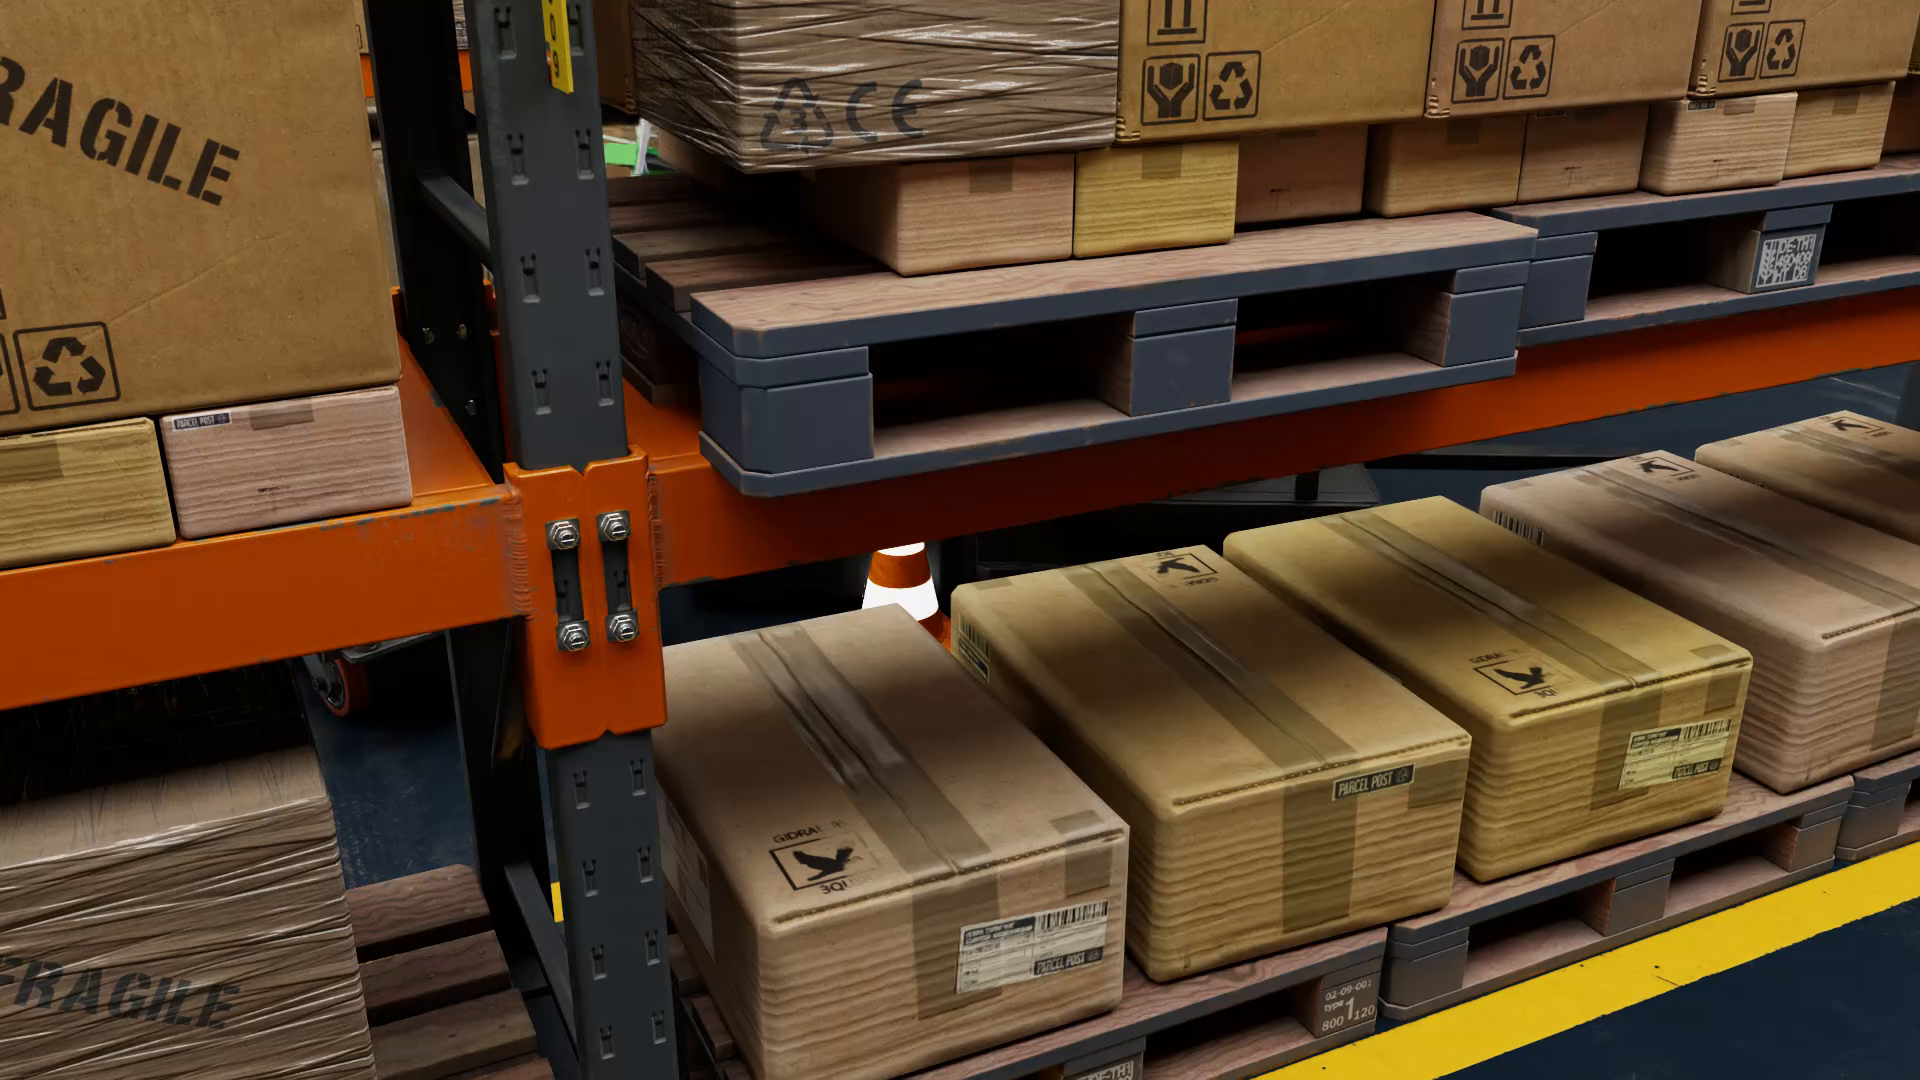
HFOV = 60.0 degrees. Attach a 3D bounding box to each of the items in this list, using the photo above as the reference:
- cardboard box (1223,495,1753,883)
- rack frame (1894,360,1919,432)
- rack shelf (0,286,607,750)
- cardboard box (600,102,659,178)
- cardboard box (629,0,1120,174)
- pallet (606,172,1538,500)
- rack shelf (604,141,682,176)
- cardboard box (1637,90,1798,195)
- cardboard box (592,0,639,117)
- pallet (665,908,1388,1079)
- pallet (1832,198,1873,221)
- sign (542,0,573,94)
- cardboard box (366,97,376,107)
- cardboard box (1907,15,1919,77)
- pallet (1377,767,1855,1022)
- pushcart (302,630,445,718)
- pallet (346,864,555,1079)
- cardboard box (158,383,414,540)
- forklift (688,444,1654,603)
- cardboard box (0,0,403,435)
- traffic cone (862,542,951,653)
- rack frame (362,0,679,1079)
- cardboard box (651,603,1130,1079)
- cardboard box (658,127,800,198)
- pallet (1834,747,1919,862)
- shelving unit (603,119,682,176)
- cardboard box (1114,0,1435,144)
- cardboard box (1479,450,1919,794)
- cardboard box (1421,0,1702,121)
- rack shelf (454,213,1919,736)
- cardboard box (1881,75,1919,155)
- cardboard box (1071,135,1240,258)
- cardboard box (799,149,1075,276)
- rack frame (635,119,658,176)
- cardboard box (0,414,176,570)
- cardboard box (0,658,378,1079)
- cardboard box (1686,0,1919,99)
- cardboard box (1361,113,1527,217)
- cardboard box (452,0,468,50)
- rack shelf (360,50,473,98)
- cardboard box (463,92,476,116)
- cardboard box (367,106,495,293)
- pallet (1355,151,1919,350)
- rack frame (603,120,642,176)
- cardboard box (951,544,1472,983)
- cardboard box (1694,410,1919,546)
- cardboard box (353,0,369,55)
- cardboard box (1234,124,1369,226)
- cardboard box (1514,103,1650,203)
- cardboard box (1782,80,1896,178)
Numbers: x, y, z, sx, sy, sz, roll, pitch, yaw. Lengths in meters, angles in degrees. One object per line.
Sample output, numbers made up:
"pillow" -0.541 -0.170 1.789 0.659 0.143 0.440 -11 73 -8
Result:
"cardboard box" 1.068 0.270 3.562 0.625 0.372 0.950 -10 24 -22
"rack frame" 2.928 -1.089 3.960 0.127 3.000 1.000 -10 25 -24
"rack shelf" -2.478 0.238 1.693 4.000 0.370 1.077 -10 25 -24
"cardboard box" -1.522 -1.562 7.494 0.750 0.750 1.050 -10 25 -24
"cardboard box" -0.129 -0.782 2.150 0.500 0.500 0.500 -10 24 -22
"pallet" 0.076 -0.414 2.579 1.213 0.211 1.003 -10 25 -24
"rack shelf" -1.064 -1.220 5.485 0.258 0.148 0.480 4 9 -38
"cardboard box" 1.146 -0.693 2.782 0.250 0.149 0.380 -9 24 -22
"cardboard box" -0.359 -0.959 2.577 0.500 0.500 0.500 -11 25 -25
"pallet" 0.025 0.733 3.203 1.213 0.211 1.003 -10 25 -24
"pallet" 2.333 -0.846 3.622 1.003 0.211 1.213 -10 25 -24
"sign" -0.434 -0.640 1.742 0.005 0.325 0.100 -10 25 -24
"cardboard box" -3.973 -3.056 11.405 0.500 0.500 0.700 -11 25 -24
"cardboard box" 1.724 -1.122 2.970 0.500 0.500 0.500 -12 25 -27
"pallet" 1.126 0.529 3.696 1.213 0.211 1.003 -10 25 -24
"pushcart" -1.710 0.008 4.736 1.648 0.377 0.936 20 30 40
"pallet" -1.266 0.986 2.592 1.213 0.211 1.003 -10 25 -24
"cardboard box" -0.833 -0.151 2.022 0.250 0.149 0.380 -11 25 -24
"forklift" 0.707 -1.329 4.627 3.031 2.935 1.130 1 23 2
"cardboard box" -0.968 -0.450 1.896 0.500 0.500 0.500 -11 25 -25
"traffic cone" -0.166 0.058 4.504 0.334 0.463 0.336 -10 25 -24
"rack frame" -0.676 -0.426 2.357 0.127 3.000 1.000 -10 25 -24
"cardboard box" -0.204 0.506 2.991 0.625 0.372 0.950 -10 25 -23
"cardboard box" -0.332 -0.684 2.760 0.250 0.149 0.380 -10 25 -23
"pallet" 2.224 0.328 4.181 1.213 0.211 1.003 -10 25 -24
"shelving unit" -1.133 -0.814 5.539 0.258 1.200 0.503 4 9 -38
"cardboard box" 0.322 -0.866 2.351 0.500 0.500 0.500 -10 25 -23
"cardboard box" 1.754 0.146 3.861 0.625 0.372 0.950 -11 25 -25
"cardboard box" 0.774 -0.943 2.537 0.500 0.500 0.500 -11 25 -24
"rack shelf" 1.126 -0.425 3.296 4.000 0.370 1.077 -10 25 -24
"cardboard box" 1.564 -0.817 3.082 0.250 0.149 0.380 -10 25 -23
"cardboard box" 0.188 -0.525 2.376 0.250 0.149 0.380 -10 24 -23
"cardboard box" -0.041 -0.487 2.283 0.250 0.149 0.380 -10 25 -23
"rack frame" -0.988 -0.764 5.348 0.240 1.200 0.015 4 9 -38
"cardboard box" -1.055 -0.108 1.917 0.250 0.149 0.380 -10 24 -22
"cardboard box" -1.092 0.495 2.198 0.500 0.500 0.500 -11 25 -24
"cardboard box" 1.232 -1.032 2.752 0.500 0.500 0.500 -12 25 -26
"cardboard box" 0.660 -0.627 2.621 0.250 0.149 0.380 -10 25 -23
"cardboard box" -1.868 -2.240 6.608 0.500 0.500 0.500 -10 25 -23
"rack shelf" -1.112 -2.114 7.376 4.000 0.370 1.077 -10 25 -24
"cardboard box" -3.469 -3.149 11.629 0.500 0.500 0.700 -13 26 -28
"cardboard box" -2.393 -1.403 7.111 0.750 0.750 1.050 -11 25 -24
"pallet" 1.163 -0.658 3.169 1.213 0.211 1.003 -10 25 -24
"rack frame" -1.277 -0.863 5.729 0.240 1.200 0.015 4 9 -38
"cardboard box" 0.442 0.386 3.282 0.625 0.372 0.950 -9 24 -20
"cardboard box" 2.415 0.021 4.164 0.625 0.372 0.950 -12 25 -27
"cardboard box" -2.323 -2.156 6.405 0.500 0.500 0.500 -10 25 -23
"cardboard box" 0.410 -0.598 2.553 0.250 0.149 0.380 -9 24 -20
"cardboard box" 0.884 -0.667 2.719 0.250 0.149 0.380 -10 25 -23
"cardboard box" 1.373 -0.747 2.913 0.250 0.149 0.380 -11 25 -25
